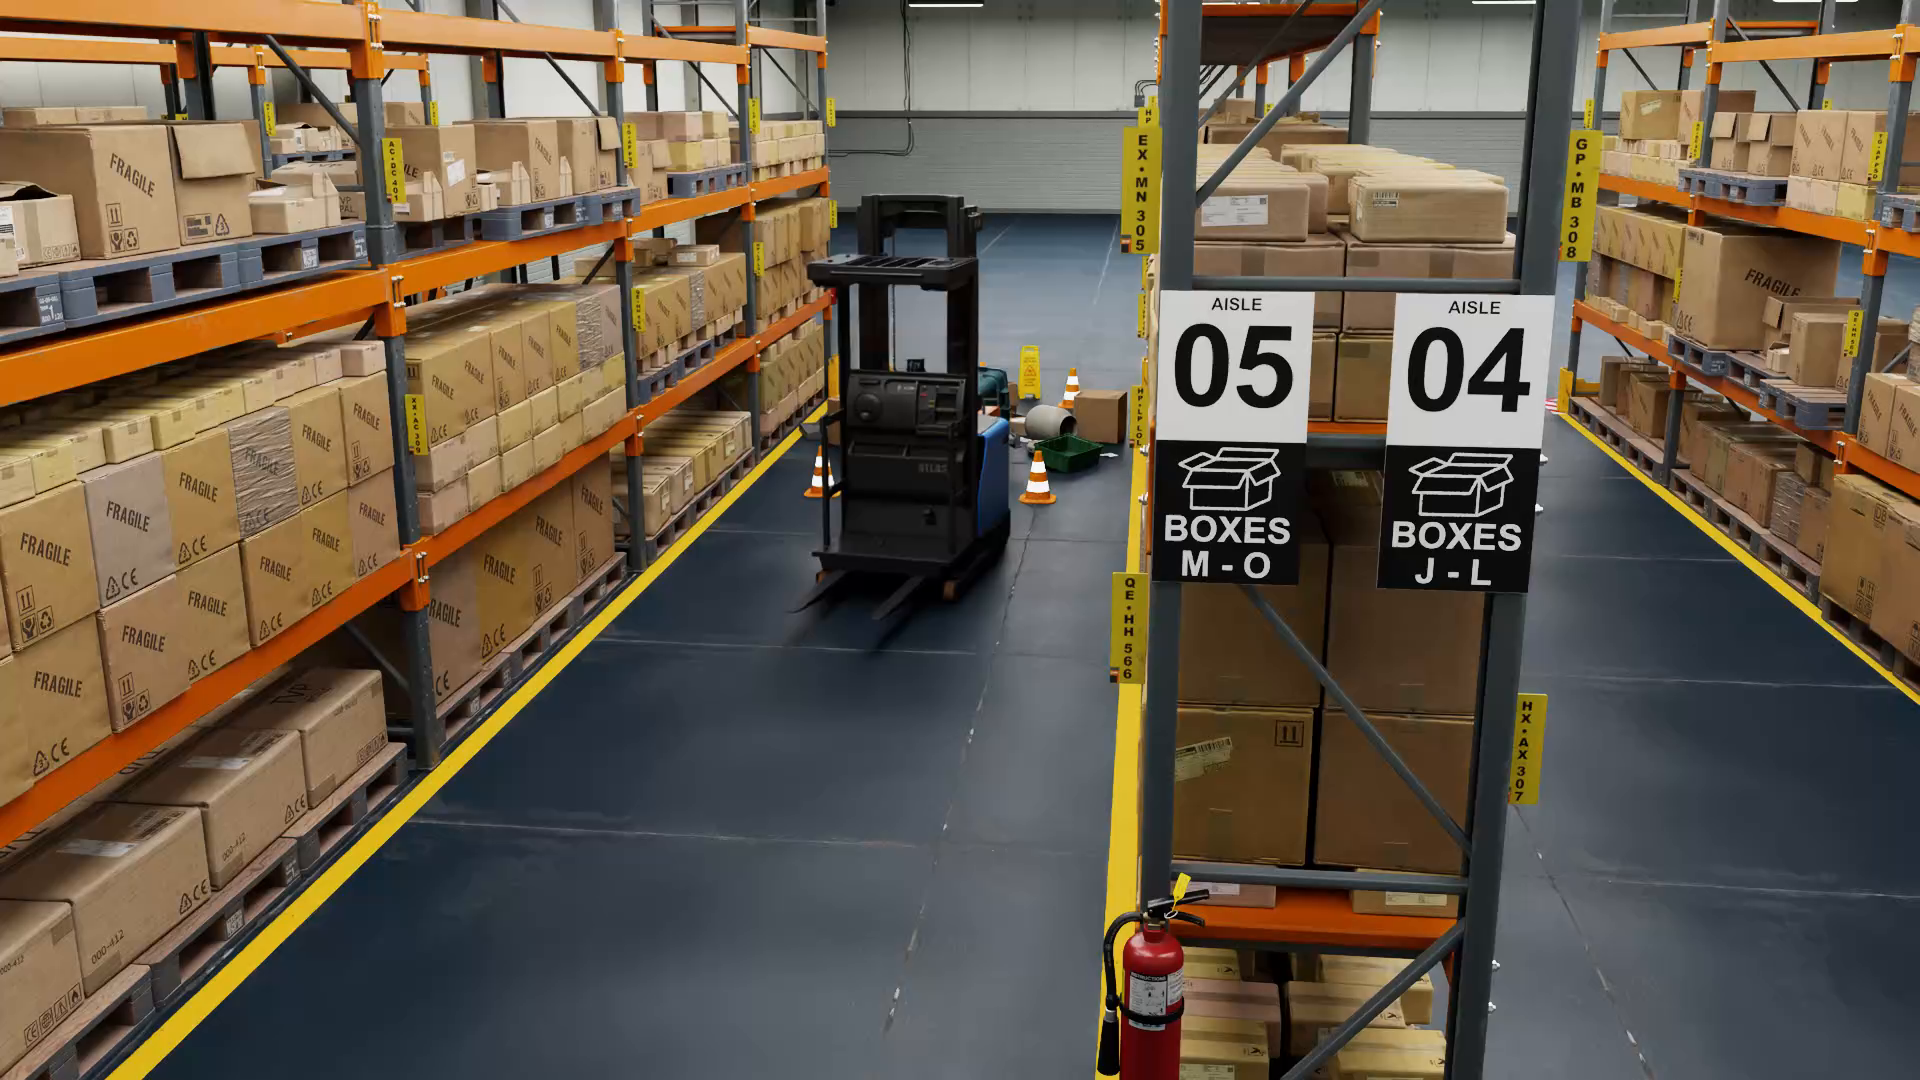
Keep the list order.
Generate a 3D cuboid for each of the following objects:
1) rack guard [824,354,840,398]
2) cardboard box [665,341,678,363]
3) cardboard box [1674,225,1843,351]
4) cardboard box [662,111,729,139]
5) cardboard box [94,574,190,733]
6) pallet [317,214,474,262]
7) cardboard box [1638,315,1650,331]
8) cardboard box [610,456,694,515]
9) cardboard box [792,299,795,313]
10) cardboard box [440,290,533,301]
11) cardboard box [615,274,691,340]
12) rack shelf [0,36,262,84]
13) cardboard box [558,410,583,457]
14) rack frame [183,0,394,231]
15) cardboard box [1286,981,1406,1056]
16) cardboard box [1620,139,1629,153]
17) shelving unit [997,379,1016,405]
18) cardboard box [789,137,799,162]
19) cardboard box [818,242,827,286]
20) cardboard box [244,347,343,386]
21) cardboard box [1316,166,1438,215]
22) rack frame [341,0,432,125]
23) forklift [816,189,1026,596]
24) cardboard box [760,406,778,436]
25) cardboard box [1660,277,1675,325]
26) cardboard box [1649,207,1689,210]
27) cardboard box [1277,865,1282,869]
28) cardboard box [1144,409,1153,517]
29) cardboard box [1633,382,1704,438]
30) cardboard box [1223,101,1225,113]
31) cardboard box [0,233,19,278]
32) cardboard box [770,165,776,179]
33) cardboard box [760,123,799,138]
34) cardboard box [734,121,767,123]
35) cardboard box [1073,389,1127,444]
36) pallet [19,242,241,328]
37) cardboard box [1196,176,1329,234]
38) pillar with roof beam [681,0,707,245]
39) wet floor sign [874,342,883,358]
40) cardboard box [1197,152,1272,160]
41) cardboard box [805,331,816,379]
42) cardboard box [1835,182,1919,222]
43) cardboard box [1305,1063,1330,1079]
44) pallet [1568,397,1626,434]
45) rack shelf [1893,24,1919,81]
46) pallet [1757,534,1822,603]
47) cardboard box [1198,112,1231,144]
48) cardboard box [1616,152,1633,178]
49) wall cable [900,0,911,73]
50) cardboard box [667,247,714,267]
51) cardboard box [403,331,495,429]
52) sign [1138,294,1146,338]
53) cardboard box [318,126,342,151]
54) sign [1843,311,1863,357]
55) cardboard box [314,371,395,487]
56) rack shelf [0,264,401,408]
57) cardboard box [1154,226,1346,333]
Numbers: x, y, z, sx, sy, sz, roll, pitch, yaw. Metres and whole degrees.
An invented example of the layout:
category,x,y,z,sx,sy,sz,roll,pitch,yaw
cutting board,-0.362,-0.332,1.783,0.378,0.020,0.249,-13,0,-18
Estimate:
category,x,y,z,sx,sy,sz,roll,pitch,yaw
rack guard,-2.109,-2.060,20.824,1.175,0.500,0.348,2,15,6
cardboard box,-2.588,-1.585,13.953,0.380,0.149,0.250,2,15,7
cardboard box,7.066,-2.248,14.775,1.000,1.000,1.000,2,15,7
cardboard box,-2.491,-3.915,15.672,0.500,0.250,0.500,2,15,8
cardboard box,-3.462,0.435,6.614,0.500,0.500,0.500,2,15,6
pallet,-3.400,-1.769,9.579,0.805,0.209,1.217,1,15,4
cardboard box,7.217,-2.223,17.119,0.380,0.149,0.250,2,15,6
cardboard box,-2.854,-0.484,14.435,0.950,0.372,0.625,1,15,5
cardboard box,-2.044,-2.598,18.505,0.380,0.149,0.250,2,15,6
cardboard box,-3.348,-1.493,11.831,0.500,0.500,0.500,2,15,6
cardboard box,-2.618,-1.990,14.208,0.500,0.500,0.500,2,15,7
rack shelf,-7.710,-4.232,14.716,1.077,0.370,4.000,2,15,6
cardboard box,-2.917,-0.738,11.431,0.500,0.250,0.500,2,15,6
rack frame,-3.455,-3.070,8.278,1.000,3.000,0.127,2,15,6
cardboard box,1.332,1.668,5.765,0.380,0.149,0.250,2,15,7
cardboard box,7.321,-4.233,17.849,0.380,0.149,0.250,2,15,6
shelving unit,0.315,-0.809,14.857,0.258,1.200,0.503,4,16,15
cardboard box,-2.057,-4.269,18.175,0.500,0.250,0.500,2,15,7
cardboard box,-1.888,-3.330,19.968,0.500,0.500,0.500,1,15,5
cardboard box,-3.311,-0.864,8.261,0.380,0.149,0.250,2,15,8
cardboard box,1.388,-1.171,5.565,0.380,0.149,0.250,2,15,8
rack frame,-7.033,-6.328,20.325,1.000,3.000,0.127,2,15,6
forklift,-0.311,-1.208,13.016,1.130,2.935,3.031,4,16,15
cardboard box,-2.217,-1.270,17.575,0.500,0.250,0.500,1,15,4
cardboard box,7.498,-2.393,16.503,0.875,0.500,0.500,2,15,6
cardboard box,7.879,-3.390,18.274,0.500,0.500,0.500,2,15,6
cardboard box,0.845,0.948,5.393,0.380,0.149,0.250,2,15,6
cardboard box,0.992,-0.222,6.559,0.500,0.500,0.500,1,15,4
cardboard box,7.429,-1.368,17.460,0.500,0.500,0.500,0,15,1
cardboard box,2.784,-4.243,16.318,0.380,0.149,0.250,2,15,6
cardboard box,-3.555,-0.990,5.816,0.380,0.149,0.250,2,15,8
cardboard box,-2.161,-3.916,17.633,0.380,0.149,0.250,1,15,5
cardboard box,-1.985,-4.503,18.277,0.380,0.149,0.250,2,15,8
cardboard box,-2.446,-4.783,19.313,0.380,0.149,0.250,2,15,6
cardboard box,1.533,-1.357,18.219,0.500,0.500,0.500,4,16,16
pallet,-3.698,-1.052,6.730,1.003,0.211,1.213,2,15,6
cardboard box,0.873,-0.983,4.872,0.380,0.149,0.250,2,15,7
pillar with roof beam,-1.699,-10.716,36.551,9.100,9.000,0.400,2,15,6
wet floor sign,-1.016,-2.168,20.944,0.267,0.644,0.232,7,17,25
cardboard box,1.082,-1.526,6.878,0.380,0.149,0.250,1,15,4
cardboard box,-1.988,-2.173,19.479,0.500,0.500,0.500,2,15,8
cardboard box,6.653,-2.426,11.929,0.500,0.250,0.500,2,15,6
cardboard box,1.338,1.884,5.535,0.380,0.149,0.250,2,15,9
pallet,7.611,-1.419,19.007,1.003,0.211,1.213,2,15,6
rack shelf,6.618,-2.757,9.263,1.077,0.370,4.000,2,15,6
pallet,6.933,0.223,12.931,1.003,0.211,1.213,2,15,6
cardboard box,1.559,-2.660,10.849,0.396,0.266,0.258,2,15,6
cardboard box,7.323,-3.991,17.715,0.500,0.250,0.500,2,15,6
wall cable,-0.288,-15.539,50.663,3.097,2.526,0.112,2,15,6
cardboard box,-2.452,-2.580,15.147,0.380,0.149,0.250,1,15,4
cardboard box,-3.090,-0.944,9.799,0.500,0.500,0.500,2,15,6
sign,1.375,-1.667,12.361,0.100,0.325,0.005,2,15,6
cardboard box,-7.015,-4.405,18.220,0.396,0.266,0.258,1,15,5
sign,6.303,-1.454,11.727,0.100,0.325,0.005,2,15,6
cardboard box,-3.234,-0.575,8.435,0.500,0.500,0.500,2,15,6
rack shelf,-3.680,-0.756,6.845,1.077,0.370,4.000,2,15,6
cardboard box,0.823,-0.761,4.814,0.500,0.250,0.500,1,15,5
